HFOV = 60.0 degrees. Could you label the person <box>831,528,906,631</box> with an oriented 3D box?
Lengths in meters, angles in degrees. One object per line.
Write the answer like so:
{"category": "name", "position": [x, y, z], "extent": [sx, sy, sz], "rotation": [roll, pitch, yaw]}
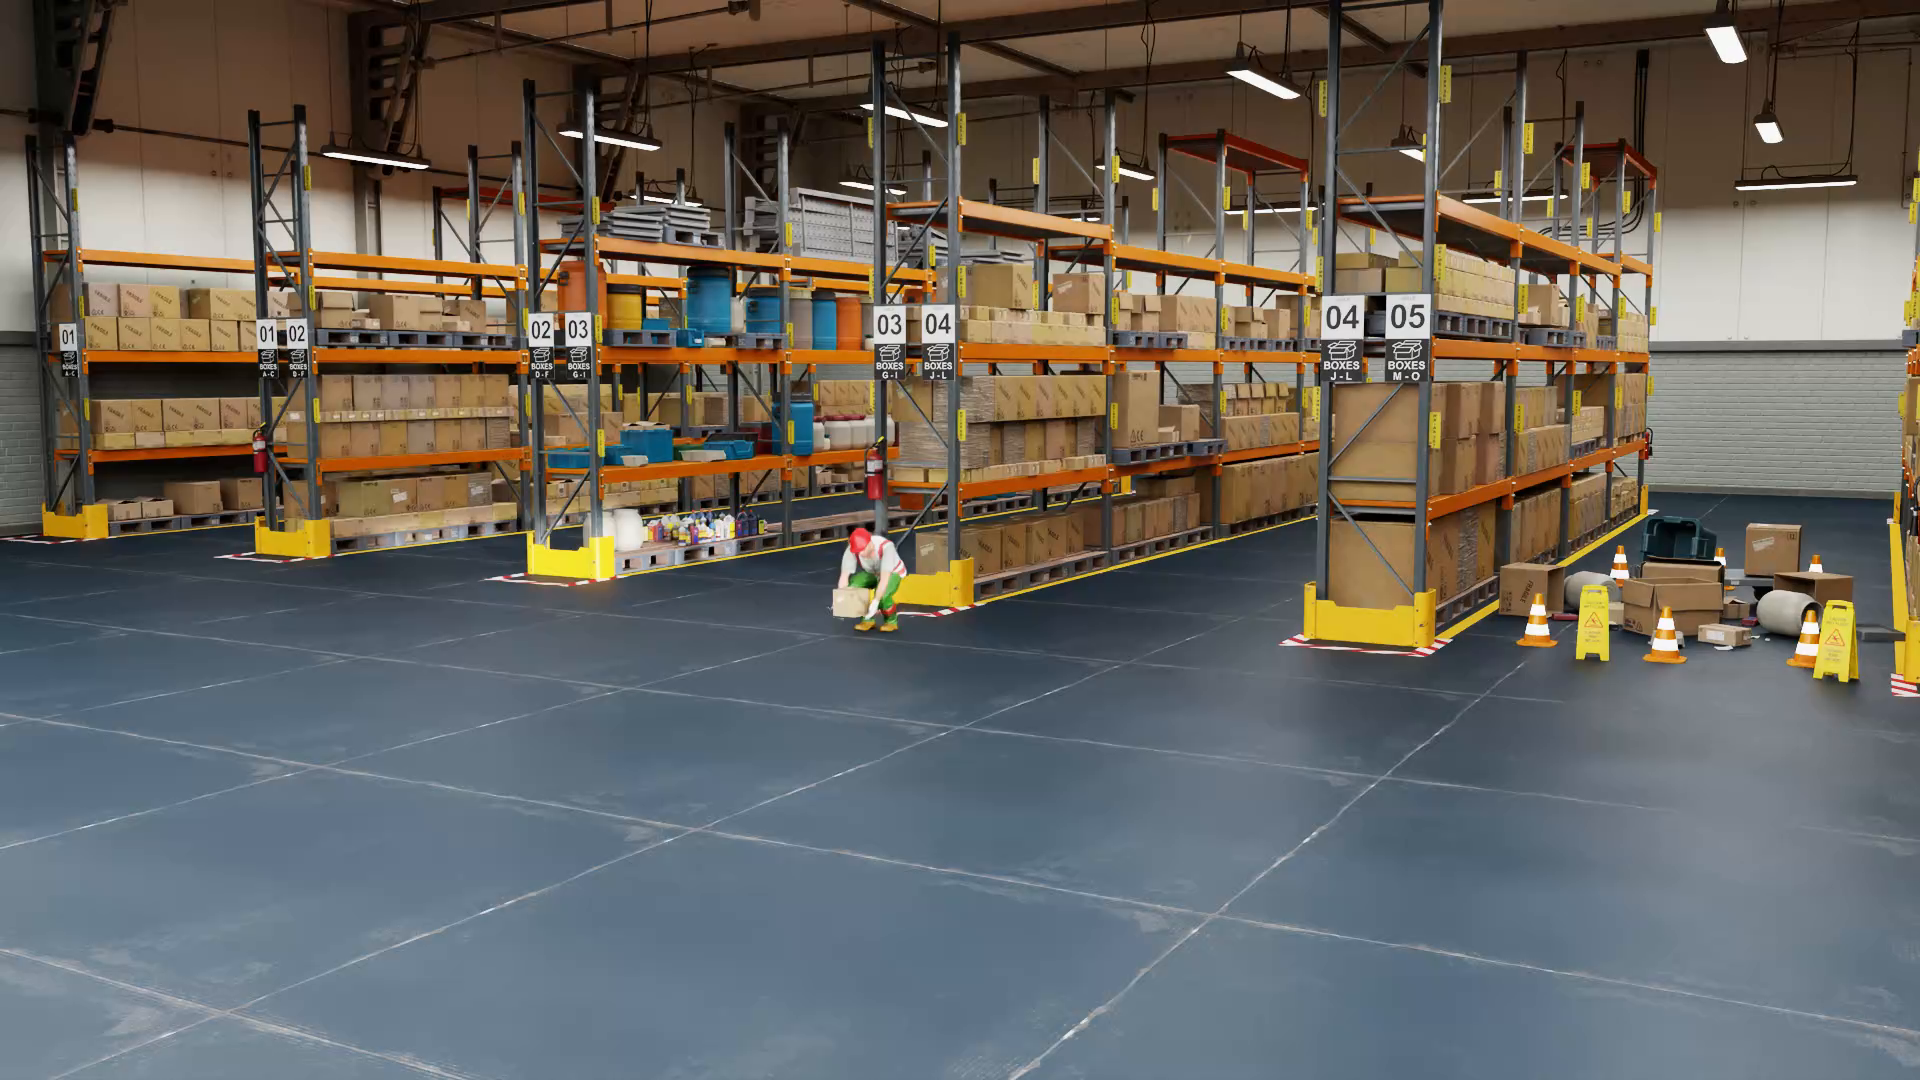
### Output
{"category": "person", "position": [-0.824, 0.370, 16.040], "extent": [0.568, 1.040, 0.866], "rotation": [3, 7, 28]}
